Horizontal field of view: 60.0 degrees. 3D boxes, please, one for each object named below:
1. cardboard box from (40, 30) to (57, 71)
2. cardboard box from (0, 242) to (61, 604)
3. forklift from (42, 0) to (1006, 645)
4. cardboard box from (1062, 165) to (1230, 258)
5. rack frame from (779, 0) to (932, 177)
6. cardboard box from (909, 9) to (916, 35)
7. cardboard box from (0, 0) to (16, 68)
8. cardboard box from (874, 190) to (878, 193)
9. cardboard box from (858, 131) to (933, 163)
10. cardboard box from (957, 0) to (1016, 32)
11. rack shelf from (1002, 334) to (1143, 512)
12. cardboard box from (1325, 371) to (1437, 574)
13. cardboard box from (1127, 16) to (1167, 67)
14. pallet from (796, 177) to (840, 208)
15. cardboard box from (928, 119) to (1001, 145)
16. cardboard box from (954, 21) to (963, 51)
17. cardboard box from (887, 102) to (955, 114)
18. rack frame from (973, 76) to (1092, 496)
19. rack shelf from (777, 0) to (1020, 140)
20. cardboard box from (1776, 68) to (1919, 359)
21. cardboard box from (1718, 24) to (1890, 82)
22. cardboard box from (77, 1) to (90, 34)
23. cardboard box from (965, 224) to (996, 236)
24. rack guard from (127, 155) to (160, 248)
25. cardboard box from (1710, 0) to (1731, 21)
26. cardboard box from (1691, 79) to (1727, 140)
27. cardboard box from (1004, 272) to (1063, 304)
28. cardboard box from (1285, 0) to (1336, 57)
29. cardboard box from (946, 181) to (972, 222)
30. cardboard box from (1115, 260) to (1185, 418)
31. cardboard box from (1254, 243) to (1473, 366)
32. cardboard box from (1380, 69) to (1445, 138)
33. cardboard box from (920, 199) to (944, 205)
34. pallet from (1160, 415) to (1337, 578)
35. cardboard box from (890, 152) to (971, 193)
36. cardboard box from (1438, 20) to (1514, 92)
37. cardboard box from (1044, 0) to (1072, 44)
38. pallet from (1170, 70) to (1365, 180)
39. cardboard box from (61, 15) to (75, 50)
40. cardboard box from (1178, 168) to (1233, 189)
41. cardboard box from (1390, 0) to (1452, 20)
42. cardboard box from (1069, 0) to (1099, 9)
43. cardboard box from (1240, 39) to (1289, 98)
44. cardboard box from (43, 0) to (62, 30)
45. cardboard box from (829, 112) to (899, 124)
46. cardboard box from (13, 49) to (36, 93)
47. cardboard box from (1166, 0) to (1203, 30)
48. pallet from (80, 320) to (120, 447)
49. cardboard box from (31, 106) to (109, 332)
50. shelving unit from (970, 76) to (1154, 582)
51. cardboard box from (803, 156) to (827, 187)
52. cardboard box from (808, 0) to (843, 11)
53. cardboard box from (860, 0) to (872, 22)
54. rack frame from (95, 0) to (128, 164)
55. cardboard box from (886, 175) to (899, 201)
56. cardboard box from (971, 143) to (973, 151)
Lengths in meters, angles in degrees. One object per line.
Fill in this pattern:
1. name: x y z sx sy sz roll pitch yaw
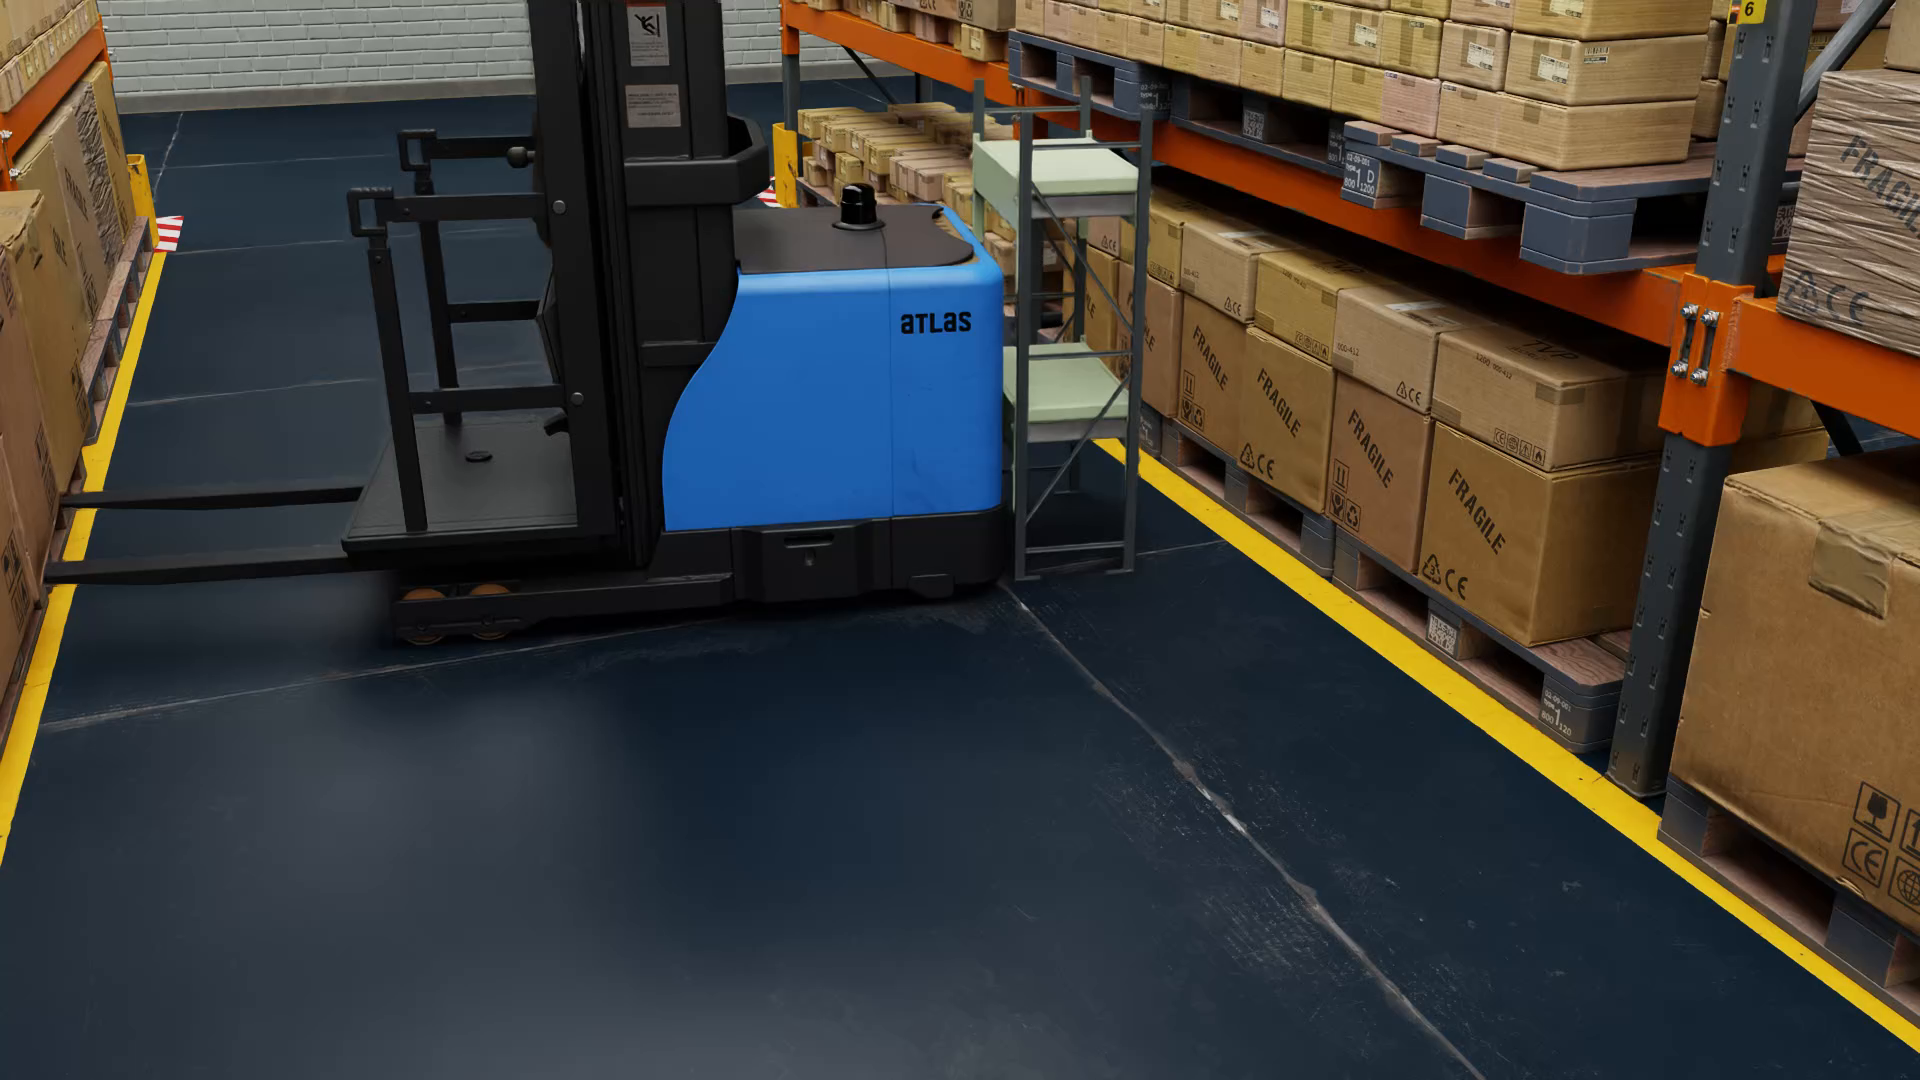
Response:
1. cardboard box: -4.188 -2.131 7.268 0.380 0.149 0.250 -8 24 -18
2. cardboard box: -3.375 -0.283 4.755 1.225 0.875 0.875 -9 25 -21
3. forklift: -1.421 -1.256 4.956 3.031 2.935 1.130 -4 23 -9
4. cardboard box: 0.754 -1.350 6.802 0.500 0.250 0.500 -9 25 -21
5. rack frame: -0.673 -3.720 10.715 1.000 3.000 0.127 -8 24 -19
6. cardboard box: -0.043 -2.698 8.613 0.380 0.149 0.250 -9 24 -20
7. cardboard box: -3.857 -1.898 6.201 0.500 0.250 0.500 -9 24 -20
8. cardboard box: -0.357 -2.005 9.776 0.380 0.149 0.250 -8 24 -19
9. cardboard box: -0.372 -2.264 9.623 0.380 0.149 0.250 -7 24 -17
10. cardboard box: 0.305 -2.587 7.514 0.500 0.500 0.500 -8 24 -19
11. rack shelf: 0.308 -0.412 5.635 0.431 0.370 0.720 -4 23 -9
12. cardboard box: 1.496 -0.248 5.153 0.500 0.500 0.500 -7 24 -17
13. cardboard box: 0.815 -1.763 5.855 0.380 0.149 0.250 -9 25 -21
14. pallet: -0.392 -2.108 10.479 1.003 0.211 1.213 -8 24 -19
15. cardboard box: 0.029 -2.438 10.037 0.380 0.149 0.250 -9 25 -21
16. cardboard box: 0.189 -2.407 7.922 0.380 0.149 0.250 -7 24 -17
17. cardboard box: -0.249 -2.717 10.698 0.380 0.149 0.250 -8 24 -18
18. rack frame: 0.243 -0.852 5.840 0.400 1.500 0.023 -4 23 -9
19. rack shelf: 0.033 -2.662 9.131 1.077 0.370 4.000 -8 24 -19
20. cardboard box: 2.059 -0.660 3.324 0.500 0.500 0.500 -8 24 -18
21. cardboard box: 2.170 -1.232 4.210 0.380 0.149 0.250 -7 24 -17
22. cardboard box: -4.734 -2.691 8.595 0.380 0.149 0.250 -8 24 -19
23. cardboard box: 0.224 -1.451 8.078 0.380 0.149 0.250 -10 25 -22
24. rack guard: -5.357 -1.933 9.694 1.175 0.500 0.348 -8 24 -19
25. cardboard box: 2.074 -1.457 4.362 0.380 0.149 0.250 -9 24 -20
26. cardboard box: 2.089 -1.179 4.468 0.380 0.149 0.250 -7 24 -16
27. cardboard box: 0.283 -1.243 7.966 0.380 0.149 0.250 -8 24 -18
28. cardboard box: 1.188 -1.519 4.892 0.380 0.149 0.250 -9 24 -19
29. cardboard box: 0.149 -1.691 8.265 0.380 0.149 0.250 -9 24 -19
30. cardboard box: 0.941 -0.812 6.492 0.500 0.500 0.500 -7 24 -17
31. cardboard box: 1.313 -0.782 5.456 0.500 0.250 0.500 -8 24 -18
32. cardboard box: 1.371 -1.191 4.497 0.380 0.149 0.250 -8 24 -18
33. cardboard box: 0.008 -1.741 8.765 0.380 0.149 0.250 -8 24 -18
34. pallet: 1.451 -0.255 6.084 1.003 0.211 1.213 -8 24 -19
35. cardboard box: -0.159 -1.978 8.946 0.380 0.149 0.250 -9 25 -21
36. cardboard box: 1.457 -1.242 4.235 0.380 0.149 0.250 -7 24 -17
37. cardboard box: 0.552 -2.039 6.507 0.380 0.149 0.250 -8 24 -18
38. pallet: 1.415 -1.439 5.549 1.003 0.211 1.213 -8 24 -19
39. cardboard box: -4.461 -2.412 7.933 0.380 0.149 0.250 -8 24 -19
40. cardboard box: 1.240 -1.418 6.965 0.500 0.250 0.500 -9 24 -20
41. cardboard box: 1.372 -1.467 4.386 0.380 0.149 0.250 -8 24 -17
42. cardboard box: 0.634 -2.088 6.242 0.380 0.149 0.250 -8 24 -18
43. cardboard box: 1.101 -1.474 5.169 0.380 0.149 0.250 -8 24 -17
44. cardboard box: -4.383 -2.447 7.504 0.500 0.250 0.500 -8 24 -19
45. cardboard box: -0.596 -2.554 10.311 0.380 0.149 0.250 -8 24 -18
46. cardboard box: -3.916 -1.852 6.605 0.380 0.149 0.250 -8 24 -17
47. cardboard box: 0.917 -1.800 5.557 0.380 0.149 0.250 -9 24 -20
48. pallet: -4.131 -0.625 6.962 1.003 0.211 1.213 -8 24 -19
49. cardboard box: -4.412 -1.415 7.441 0.875 0.875 0.875 -8 24 -19
50. shelving unit: 0.308 -0.712 5.508 0.431 1.500 0.755 -4 23 -9
51. cardboard box: -0.787 -2.366 10.631 0.380 0.149 0.250 -8 24 -18
52. cardboard box: -0.692 -3.250 9.923 0.380 0.149 0.250 -9 24 -20
53. cardboard box: -0.338 -2.979 9.280 0.380 0.149 0.250 -9 24 -20
54. rack frame: -5.349 -3.077 9.187 1.000 3.000 0.127 -8 24 -19
55. cardboard box: -0.209 -2.043 9.483 0.380 0.149 0.250 -7 24 -16
56. cardboard box: 0.284 -2.146 9.343 0.380 0.149 0.250 -8 24 -19
